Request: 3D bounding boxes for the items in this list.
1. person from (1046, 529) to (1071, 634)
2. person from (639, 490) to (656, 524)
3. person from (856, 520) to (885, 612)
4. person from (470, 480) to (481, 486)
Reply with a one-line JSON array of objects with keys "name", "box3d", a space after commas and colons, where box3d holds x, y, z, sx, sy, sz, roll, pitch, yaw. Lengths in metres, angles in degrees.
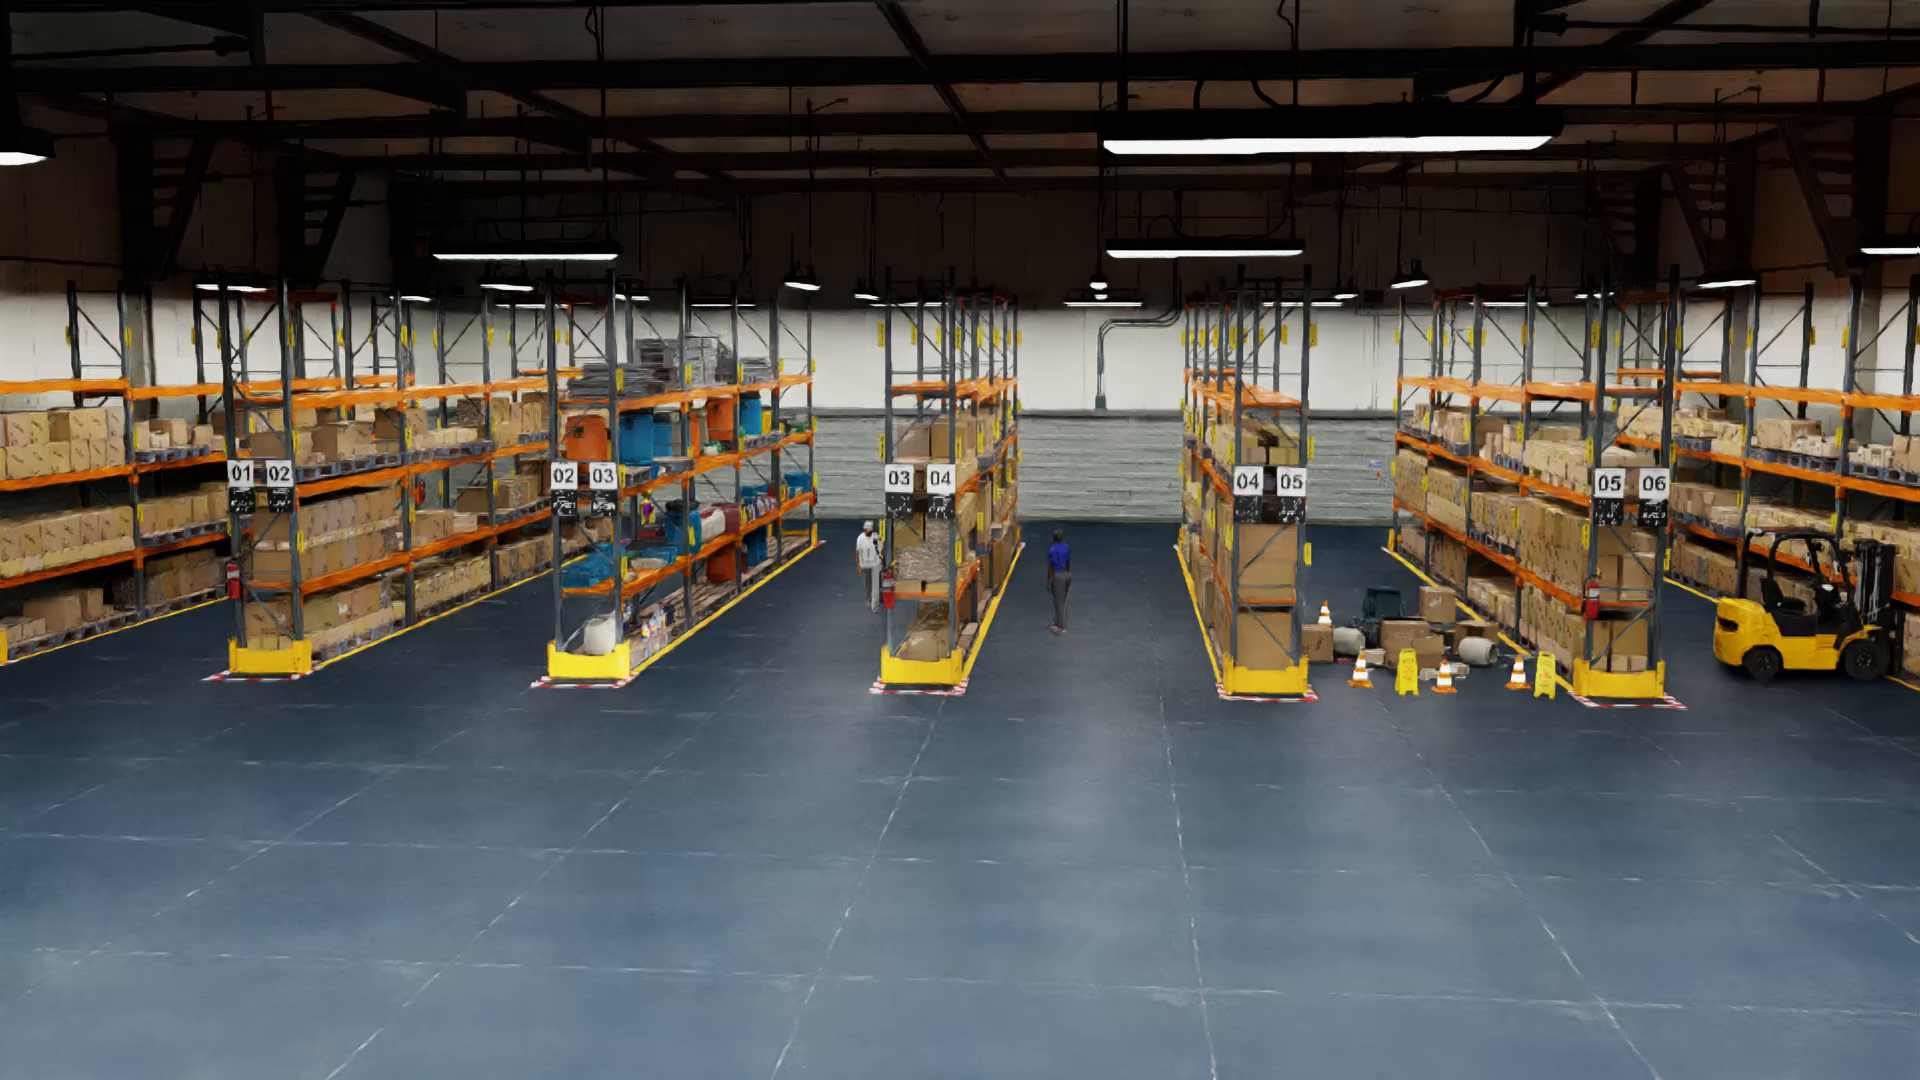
[{"name": "person", "box3d": [1.565, 0.643, 26.731, 0.555, 1.653, 0.574, 5, 9, 37]}, {"name": "person", "box3d": [-6.809, -0.276, 36.259, 0.457, 1.763, 0.609, -3, 7, -20]}, {"name": "person", "box3d": [-1.562, 0.427, 28.776, 0.499, 1.574, 1.070, 1, 7, 8]}, {"name": "person", "box3d": [-10.962, -0.483, 37.892, 0.469, 1.758, 0.589, -3, 8, -25]}]
